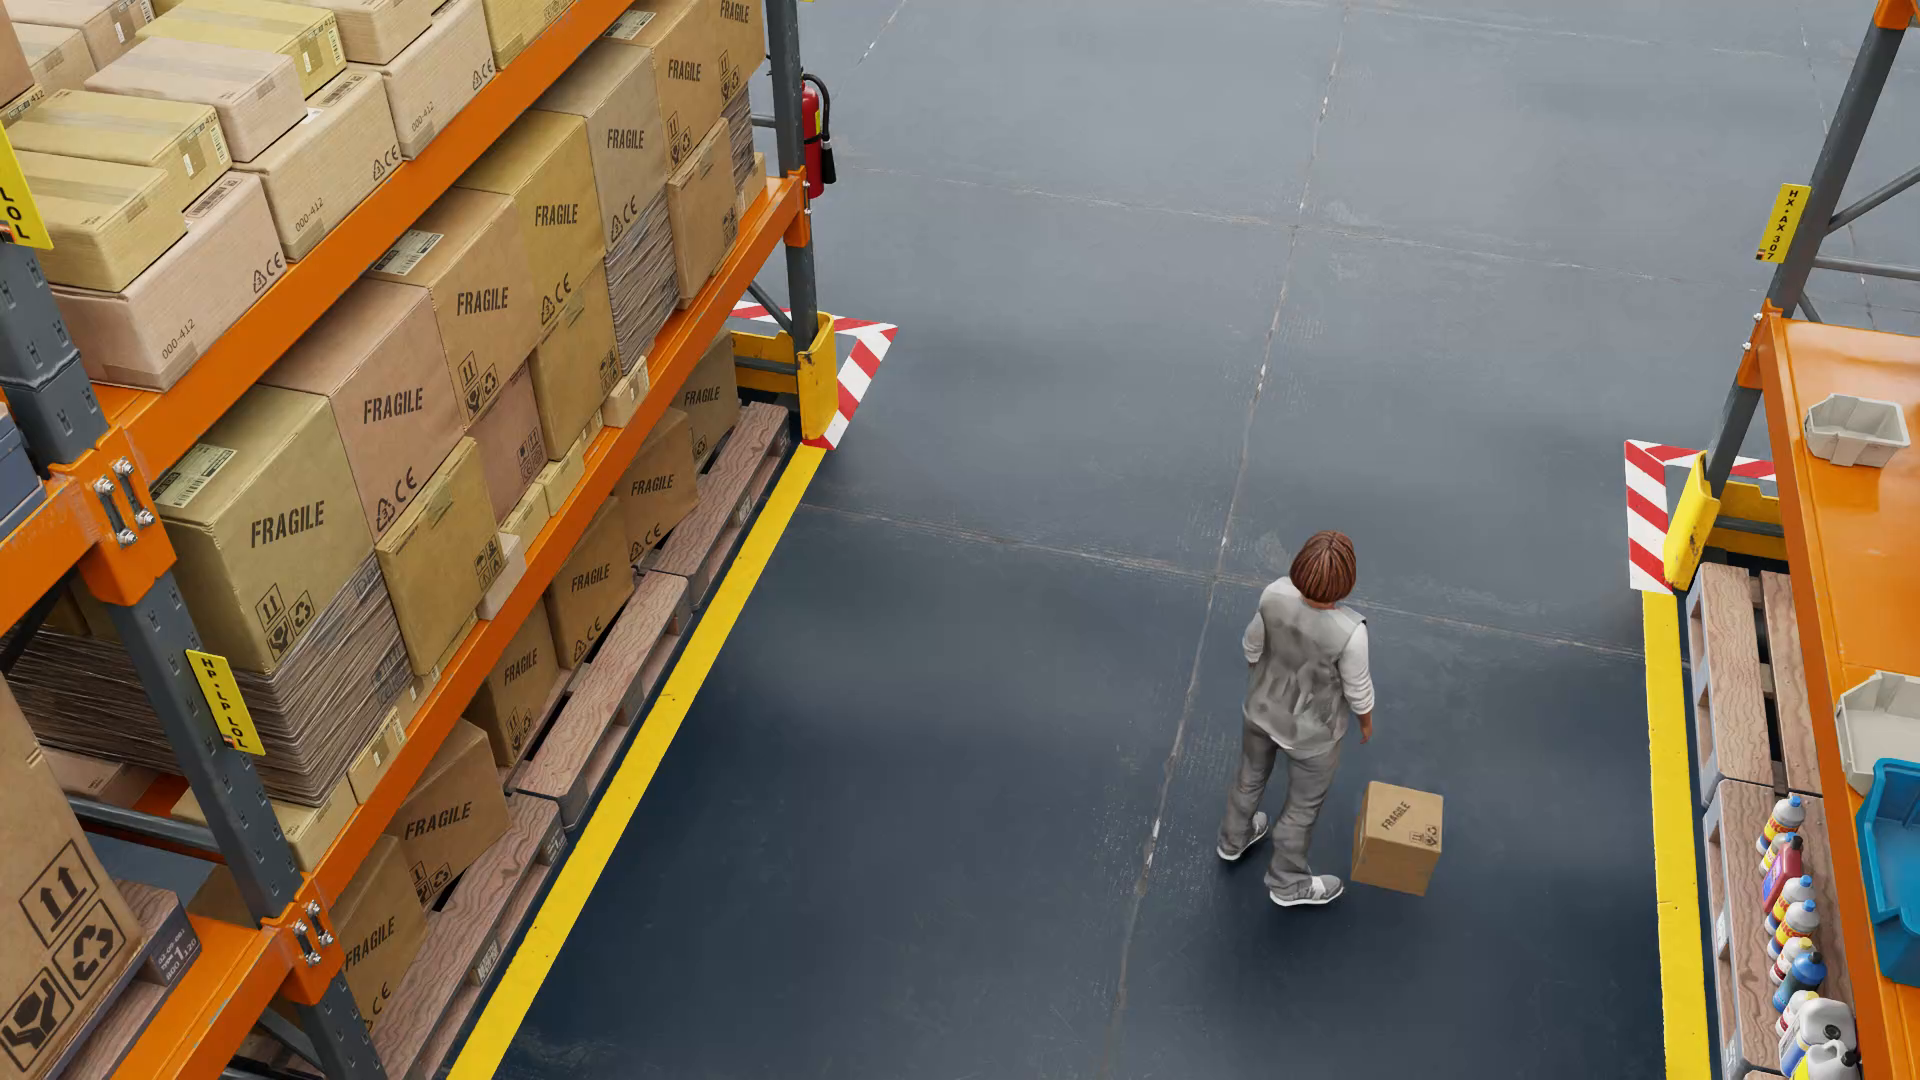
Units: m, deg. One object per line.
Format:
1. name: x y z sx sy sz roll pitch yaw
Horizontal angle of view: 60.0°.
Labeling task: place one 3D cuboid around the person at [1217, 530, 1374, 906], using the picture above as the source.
1. person: 1.127 0.581 5.476 0.503 1.607 0.347 33 51 32
